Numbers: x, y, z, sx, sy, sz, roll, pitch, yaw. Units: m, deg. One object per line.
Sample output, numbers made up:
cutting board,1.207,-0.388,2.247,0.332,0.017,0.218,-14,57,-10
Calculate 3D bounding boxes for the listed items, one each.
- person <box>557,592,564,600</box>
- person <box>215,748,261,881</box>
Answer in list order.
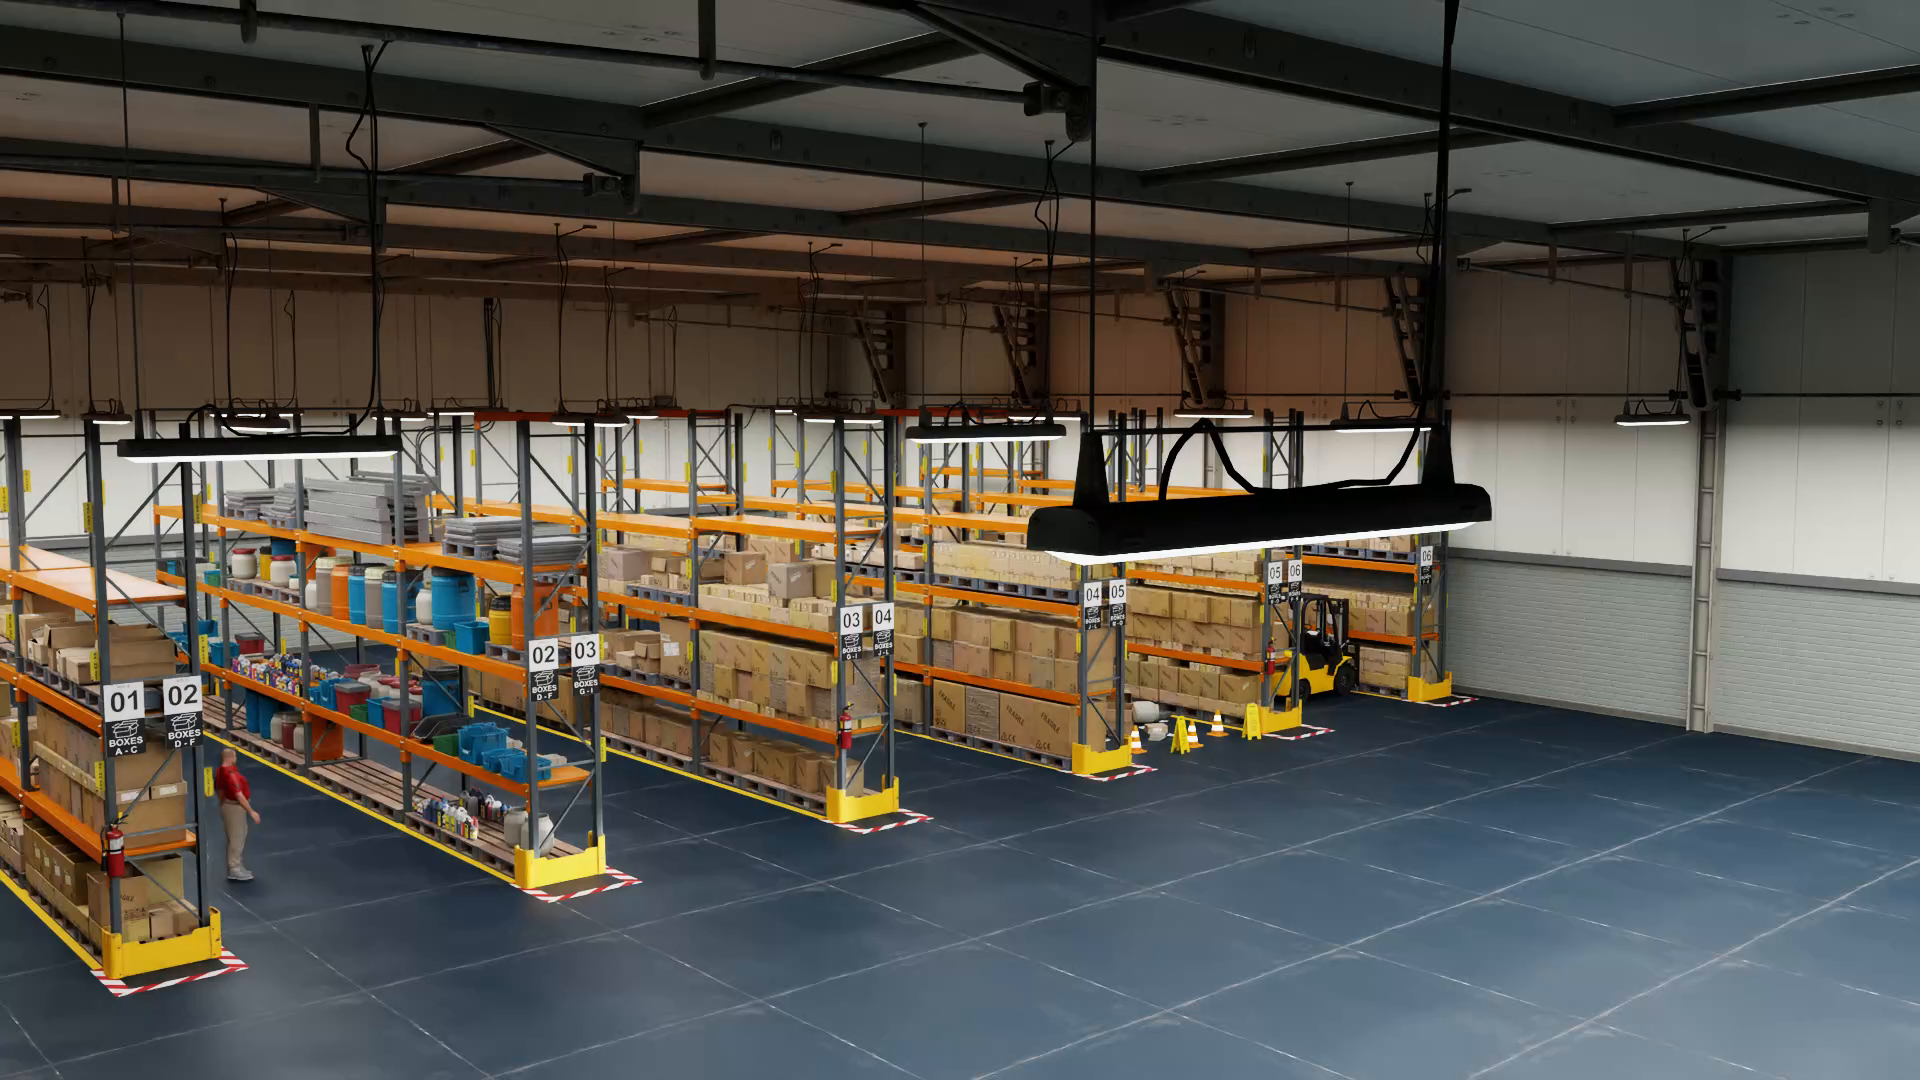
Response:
person,-9.916,1.870,40.836,1.014,1.744,0.523,-4,6,-36
person,-9.429,3.584,21.746,0.550,1.777,0.624,-2,5,-18
